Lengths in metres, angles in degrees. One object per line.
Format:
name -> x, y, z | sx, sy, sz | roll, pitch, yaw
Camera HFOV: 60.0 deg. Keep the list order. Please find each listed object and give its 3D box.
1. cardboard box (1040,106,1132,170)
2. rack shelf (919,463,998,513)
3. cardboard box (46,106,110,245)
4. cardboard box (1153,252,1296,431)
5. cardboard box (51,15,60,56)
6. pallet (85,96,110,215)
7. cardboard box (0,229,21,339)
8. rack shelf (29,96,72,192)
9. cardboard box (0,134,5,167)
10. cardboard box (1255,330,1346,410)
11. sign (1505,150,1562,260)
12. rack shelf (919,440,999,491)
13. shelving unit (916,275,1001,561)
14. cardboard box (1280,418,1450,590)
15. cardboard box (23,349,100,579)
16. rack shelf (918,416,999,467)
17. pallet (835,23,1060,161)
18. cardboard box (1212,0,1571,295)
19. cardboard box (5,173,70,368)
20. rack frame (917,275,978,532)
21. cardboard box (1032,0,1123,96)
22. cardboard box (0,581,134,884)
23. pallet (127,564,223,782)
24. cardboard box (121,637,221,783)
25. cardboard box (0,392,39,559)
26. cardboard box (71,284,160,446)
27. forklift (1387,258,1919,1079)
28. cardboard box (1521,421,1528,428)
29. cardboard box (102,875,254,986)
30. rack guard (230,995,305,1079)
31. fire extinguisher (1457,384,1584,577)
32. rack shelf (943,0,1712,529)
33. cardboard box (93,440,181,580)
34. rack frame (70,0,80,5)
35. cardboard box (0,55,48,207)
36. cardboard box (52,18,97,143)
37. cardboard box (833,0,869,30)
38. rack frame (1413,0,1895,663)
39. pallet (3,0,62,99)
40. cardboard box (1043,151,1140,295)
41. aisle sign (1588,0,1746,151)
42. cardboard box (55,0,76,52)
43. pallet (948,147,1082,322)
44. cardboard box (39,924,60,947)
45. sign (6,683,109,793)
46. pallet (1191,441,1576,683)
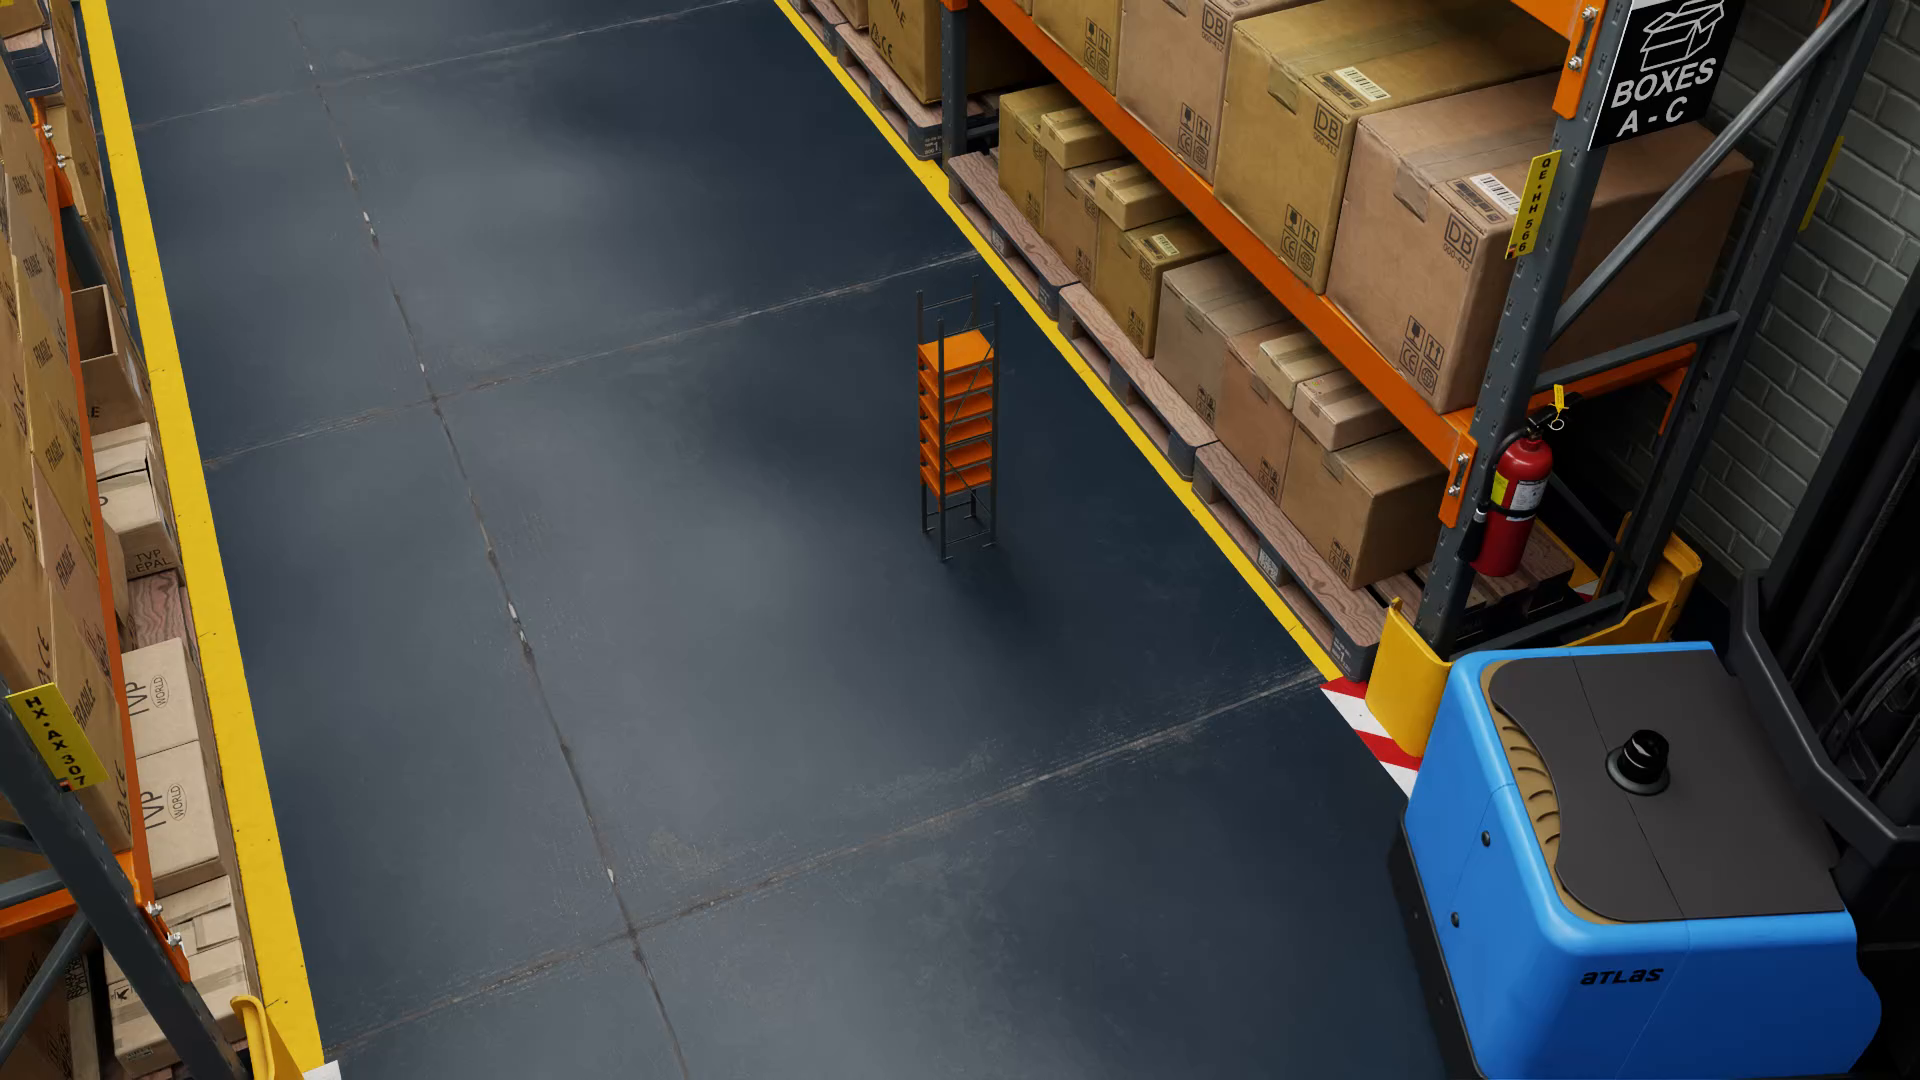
cardboard box -> 0.585, -1.829, 7.487 | 0.380, 0.149, 0.250 | -17, 47, -16
rack shelf -> -0.006, -0.234, 6.538 | 0.258, 0.103, 0.180 | -18, 47, -17
cardboard box -> -4.324, -1.636, 7.739 | 0.500, 0.500, 0.500 | -17, 47, -17
cardboard box -> 1.260, -0.884, 6.991 | 0.700, 0.500, 0.500 | -19, 48, -19
cardboard box -> -4.722, -2.523, 8.104 | 0.500, 0.250, 0.500 | -19, 48, -18
pallet -> -5.001, -1.945, 8.571 | 1.003, 0.211, 1.213 | -18, 47, -17
cardboard box -> -3.020, -0.830, 4.673 | 0.500, 0.500, 0.500 | -18, 48, -18
rack shelf -> -4.949, -2.671, 7.833 | 1.077, 0.370, 4.000 | -18, 47, -17
cardboard box -> -3.442, -1.472, 5.324 | 0.500, 0.500, 0.500 | -19, 48, -18
cardboard box -> 1.355, -0.666, 6.309 | 0.380, 0.149, 0.250 | -17, 47, -16
sign -> 1.569, -0.914, 4.547 | 0.100, 0.325, 0.005 | -18, 47, -17
rack shelf -> -0.006, -0.319, 6.453 | 0.258, 0.103, 0.180 | -18, 47, -17
shelving unit -> -0.006, -0.436, 6.338 | 0.258, 1.200, 0.189 | -18, 47, -17
cardboard box -> 1.682, -0.245, 6.343 | 0.700, 0.500, 0.500 | -18, 47, -17
cardboard box -> -2.803, -0.148, 4.693 | 0.500, 0.500, 0.500 | -18, 47, -18
rack shelf -> -0.006, -0.405, 6.369 | 0.258, 0.103, 0.180 | -18, 47, -17
pallet -> -0.008, -2.595, 9.229 | 1.003, 0.211, 1.213 | -18, 47, -17
cardboard box -> 1.528, -1.458, 5.878 | 0.980, 0.700, 0.700 | -18, 48, -18
cardboard box -> -3.229, -0.790, 5.344 | 0.500, 0.500, 0.500 | -17, 47, -17
rack frame -> -0.045, -0.495, 6.397 | 0.240, 1.200, 0.006 | -18, 47, -17
cardboard box -> 0.901, -2.407, 6.840 | 0.980, 0.700, 0.700 | -19, 48, -18
cardboard box -> -2.373, 0.500, 4.036 | 0.500, 0.500, 0.500 | -17, 47, -17
pallet -> -3.303, 0.557, 6.036 | 1.003, 0.211, 1.213 | -18, 47, -17
cardboard box -> -2.817, 0.651, 5.599 | 0.500, 0.250, 0.500 | -18, 47, -17
cardboard box -> -2.600, -0.186, 4.020 | 0.500, 0.500, 0.500 | -18, 47, -17
cardboard box -> -3.611, -0.640, 6.729 | 0.500, 0.500, 0.500 | -18, 47, -17
forklift -> 2.963, 0.327, 4.332 | 3.031, 2.935, 1.130 | -2, 45, -2
cardboard box -> 1.916, -0.455, 6.095 | 0.380, 0.149, 0.250 | -18, 47, -17
cardboard box -> -2.395, 1.221, 5.081 | 0.380, 0.166, 0.250 | -18, 47, -17
rack guard -> -2.458, 1.738, 4.633 | 1.175, 0.500, 0.348 | -18, 47, -17
fire extinguisher -> 1.712, -0.176, 5.113 | 0.296, 0.674, 0.183 | -18, 47, -17
rack shelf -> 1.226, -1.587, 6.735 | 1.077, 0.370, 4.000 | -18, 47, -17
cardboard box -> -3.295, -0.095, 6.311 | 0.500, 0.311, 0.500 | -18, 47, -17
rack frame -> -5.790, -4.201, 8.872 | 1.000, 3.000, 0.127 | -18, 47, -17
cardboard box -> -3.665, -1.445, 6.008 | 0.500, 0.500, 0.500 | -17, 47, -17
cardboard box -> -4.740, -2.279, 8.391 | 0.500, 0.500, 0.500 | -20, 48, -19
cardboard box -> -0.382, -3.443, 9.336 | 0.750, 0.750, 0.750 | -17, 47, -16
rack frame -> 2.067, -0.569, 5.191 | 1.000, 3.000, 0.127 | -18, 47, -17
pallet -> -4.345, -2.126, 6.905 | 1.003, 0.211, 1.213 | -18, 47, -17
cardboard box -> 0.815, -1.549, 7.665 | 0.700, 0.500, 0.500 | -18, 48, -18
aisle sign -> 1.825, -1.360, 4.141 | 0.394, 0.787, 0.004 | -18, 47, -17
cardboard box -> -5.183, -2.942, 9.062 | 0.500, 0.500, 0.500 | -16, 47, -16
pallet -> 0.634, -1.617, 8.239 | 1.003, 0.211, 1.213 | -18, 47, -17
cardboard box -> -2.967, 1.190, 5.112 | 0.380, 0.166, 0.250 | -18, 47, -17
sign -> -1.933, 0.428, 3.564 | 0.100, 0.325, 0.005 | -18, 47, -17
pallet -> 1.660, -0.062, 6.663 | 1.003, 0.211, 1.213 | -18, 47, -17
